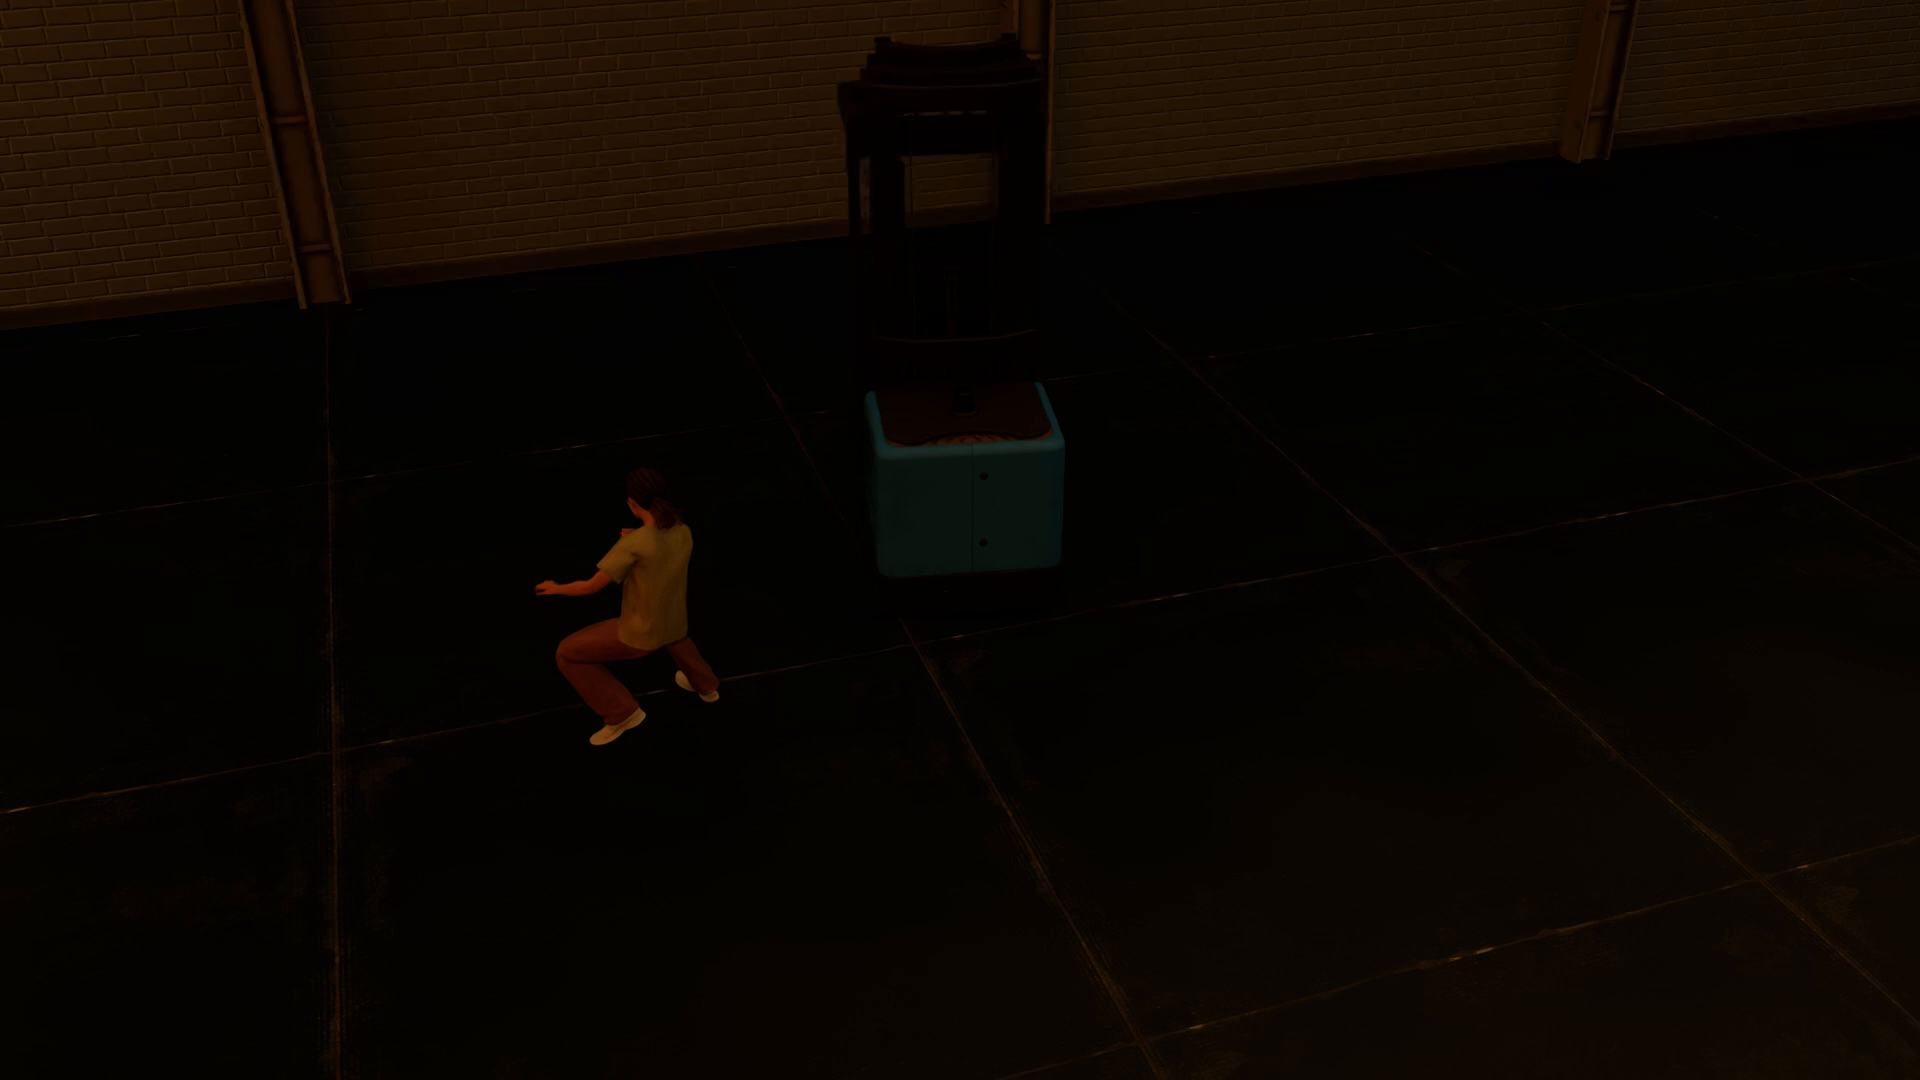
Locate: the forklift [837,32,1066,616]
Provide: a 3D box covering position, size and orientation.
[{"bbox_3d":[-0.118,-1.565,9.807,1.130,2.935,3.031,-4,30,-6],"label":"forklift"}]

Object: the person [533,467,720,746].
[{"bbox_3d":[-1.585,0.297,8.028,0.687,1.473,0.873,24,38,35],"label":"person"}]
